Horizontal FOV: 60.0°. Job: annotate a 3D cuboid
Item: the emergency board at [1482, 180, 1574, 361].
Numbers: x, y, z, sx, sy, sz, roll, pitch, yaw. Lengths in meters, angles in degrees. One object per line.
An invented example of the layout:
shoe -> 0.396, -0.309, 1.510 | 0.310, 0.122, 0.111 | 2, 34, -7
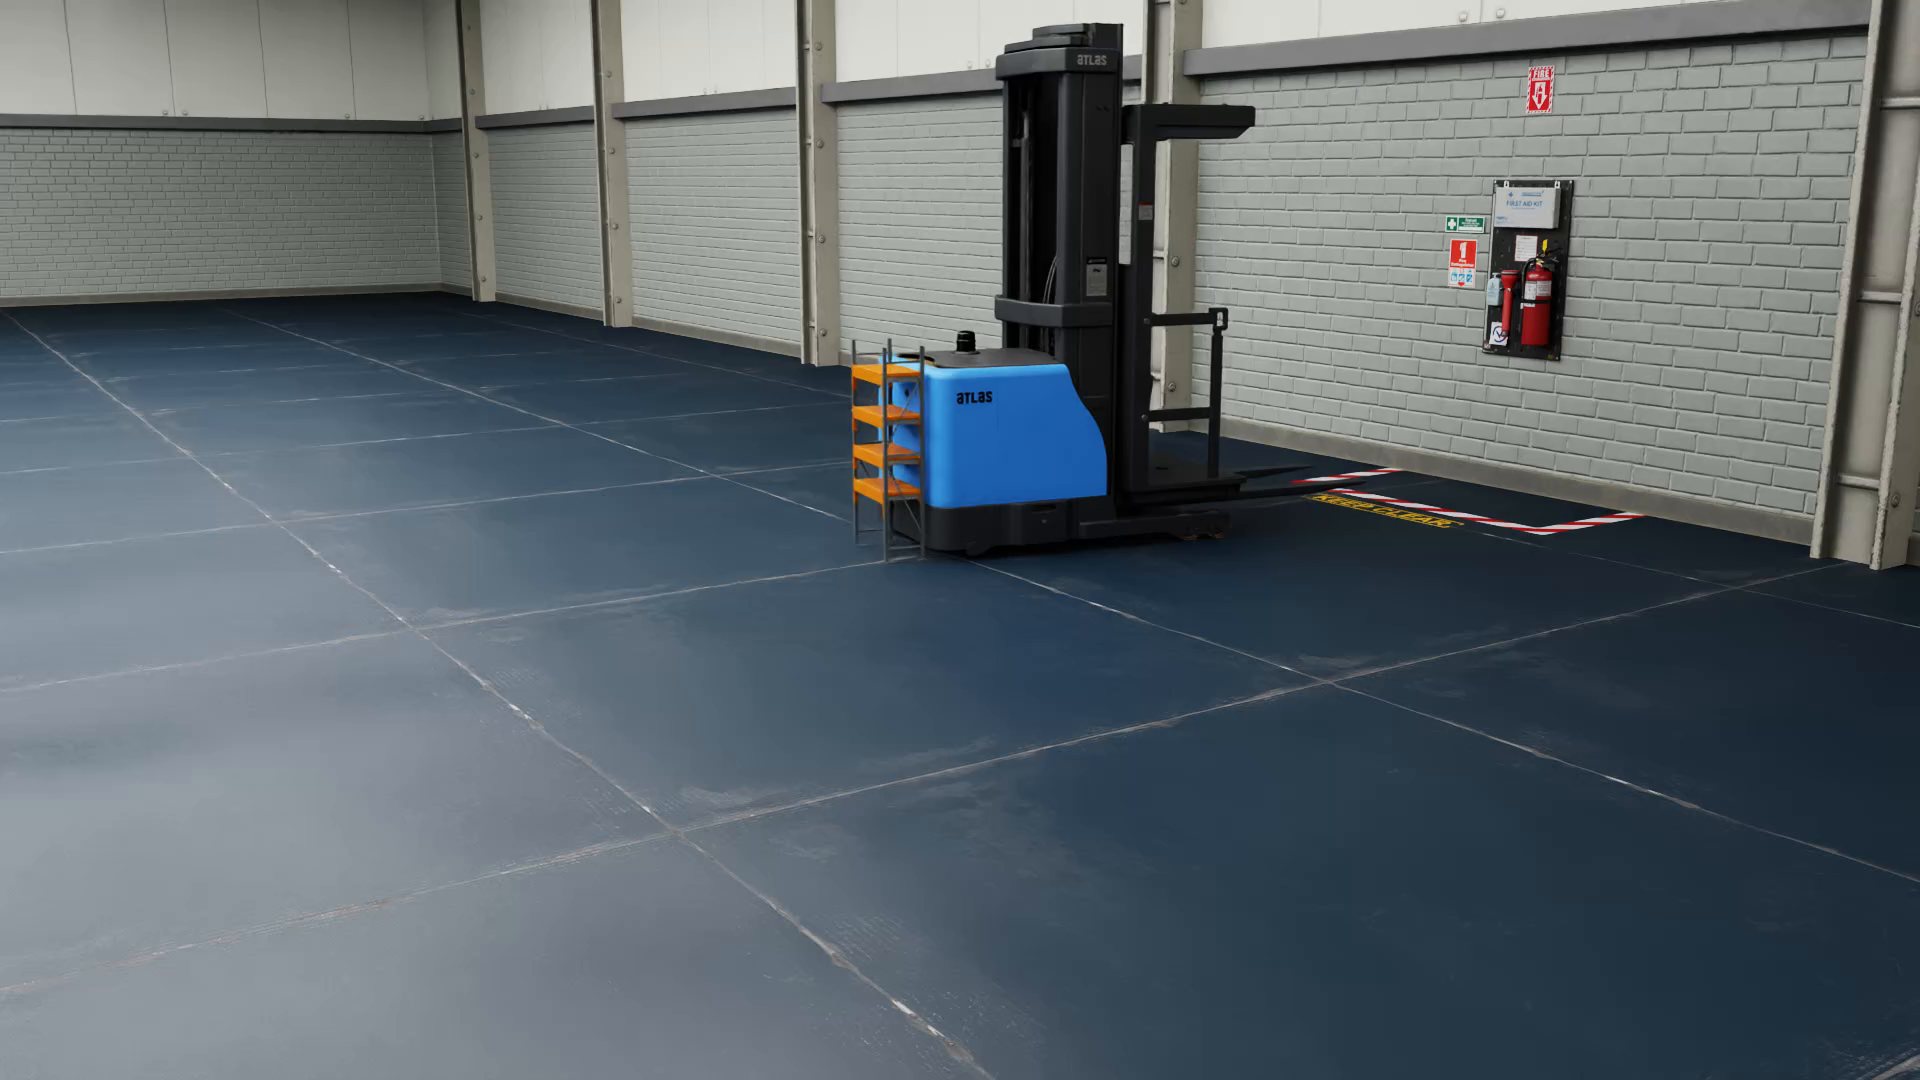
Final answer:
emergency board -> 3.715, -1.798, 11.062 | 0.194, 1.169, 0.643 | -8, 15, -33

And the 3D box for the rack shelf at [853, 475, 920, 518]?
rack shelf -> -0.407, -0.251, 9.447 | 0.258, 0.148, 0.480 | -5, 13, -23

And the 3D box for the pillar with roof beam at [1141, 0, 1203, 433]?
pillar with roof beam -> -1.855, -4.842, 10.940 | 9.100, 9.000, 0.400 | -8, 15, -33

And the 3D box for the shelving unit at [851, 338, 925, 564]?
shelving unit -> -0.407, -0.511, 9.390 | 0.258, 1.200, 0.503 | -5, 13, -23

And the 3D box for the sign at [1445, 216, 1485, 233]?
sign -> 3.490, -2.183, 11.499 | 0.001, 0.109, 0.331 | -8, 15, -33

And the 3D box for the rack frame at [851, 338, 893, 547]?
rack frame -> -0.504, -0.559, 9.609 | 0.240, 1.200, 0.015 | -5, 13, -23

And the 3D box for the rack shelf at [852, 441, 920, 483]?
rack shelf -> -0.407, -0.445, 9.405 | 0.258, 0.148, 0.480 | -5, 13, -23

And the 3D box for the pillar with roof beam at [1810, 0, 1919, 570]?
pillar with roof beam -> 1.469, -3.775, 6.061 | 9.100, 9.000, 0.400 | -8, 15, -33

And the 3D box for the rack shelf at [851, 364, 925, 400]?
rack shelf -> -0.407, -0.895, 9.306 | 0.258, 0.148, 0.480 | -5, 13, -23

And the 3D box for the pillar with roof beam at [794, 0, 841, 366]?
pillar with roof beam -> -5.180, -5.909, 15.820 | 9.100, 9.000, 0.400 | -8, 15, -33

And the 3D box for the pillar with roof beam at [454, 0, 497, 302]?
pillar with roof beam -> -11.828, -8.043, 25.579 | 9.100, 9.000, 0.400 | -8, 15, -33

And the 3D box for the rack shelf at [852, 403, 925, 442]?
rack shelf -> -0.407, -0.664, 9.357 | 0.258, 0.148, 0.480 | -5, 13, -23

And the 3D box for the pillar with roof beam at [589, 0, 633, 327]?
pillar with roof beam -> -8.504, -6.976, 20.699 | 9.100, 9.000, 0.400 | -8, 15, -33

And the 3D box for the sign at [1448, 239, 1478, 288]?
sign -> 3.495, -1.926, 11.564 | 0.001, 0.329, 0.234 | -8, 15, -33

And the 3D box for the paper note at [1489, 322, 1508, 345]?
paper note -> 3.675, -1.407, 11.337 | 0.016, 0.148, 0.142 | -8, 15, -33

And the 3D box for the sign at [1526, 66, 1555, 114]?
sign -> 3.794, -2.944, 10.875 | 0.001, 0.298, 0.199 | -8, 15, -33

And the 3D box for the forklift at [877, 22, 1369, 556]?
forklift -> 1.063, -1.524, 9.971 | 3.031, 2.935, 1.130 | -5, 13, -22

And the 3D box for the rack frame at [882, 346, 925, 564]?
rack frame -> -0.309, -0.463, 9.172 | 0.240, 1.200, 0.015 | -5, 13, -23
